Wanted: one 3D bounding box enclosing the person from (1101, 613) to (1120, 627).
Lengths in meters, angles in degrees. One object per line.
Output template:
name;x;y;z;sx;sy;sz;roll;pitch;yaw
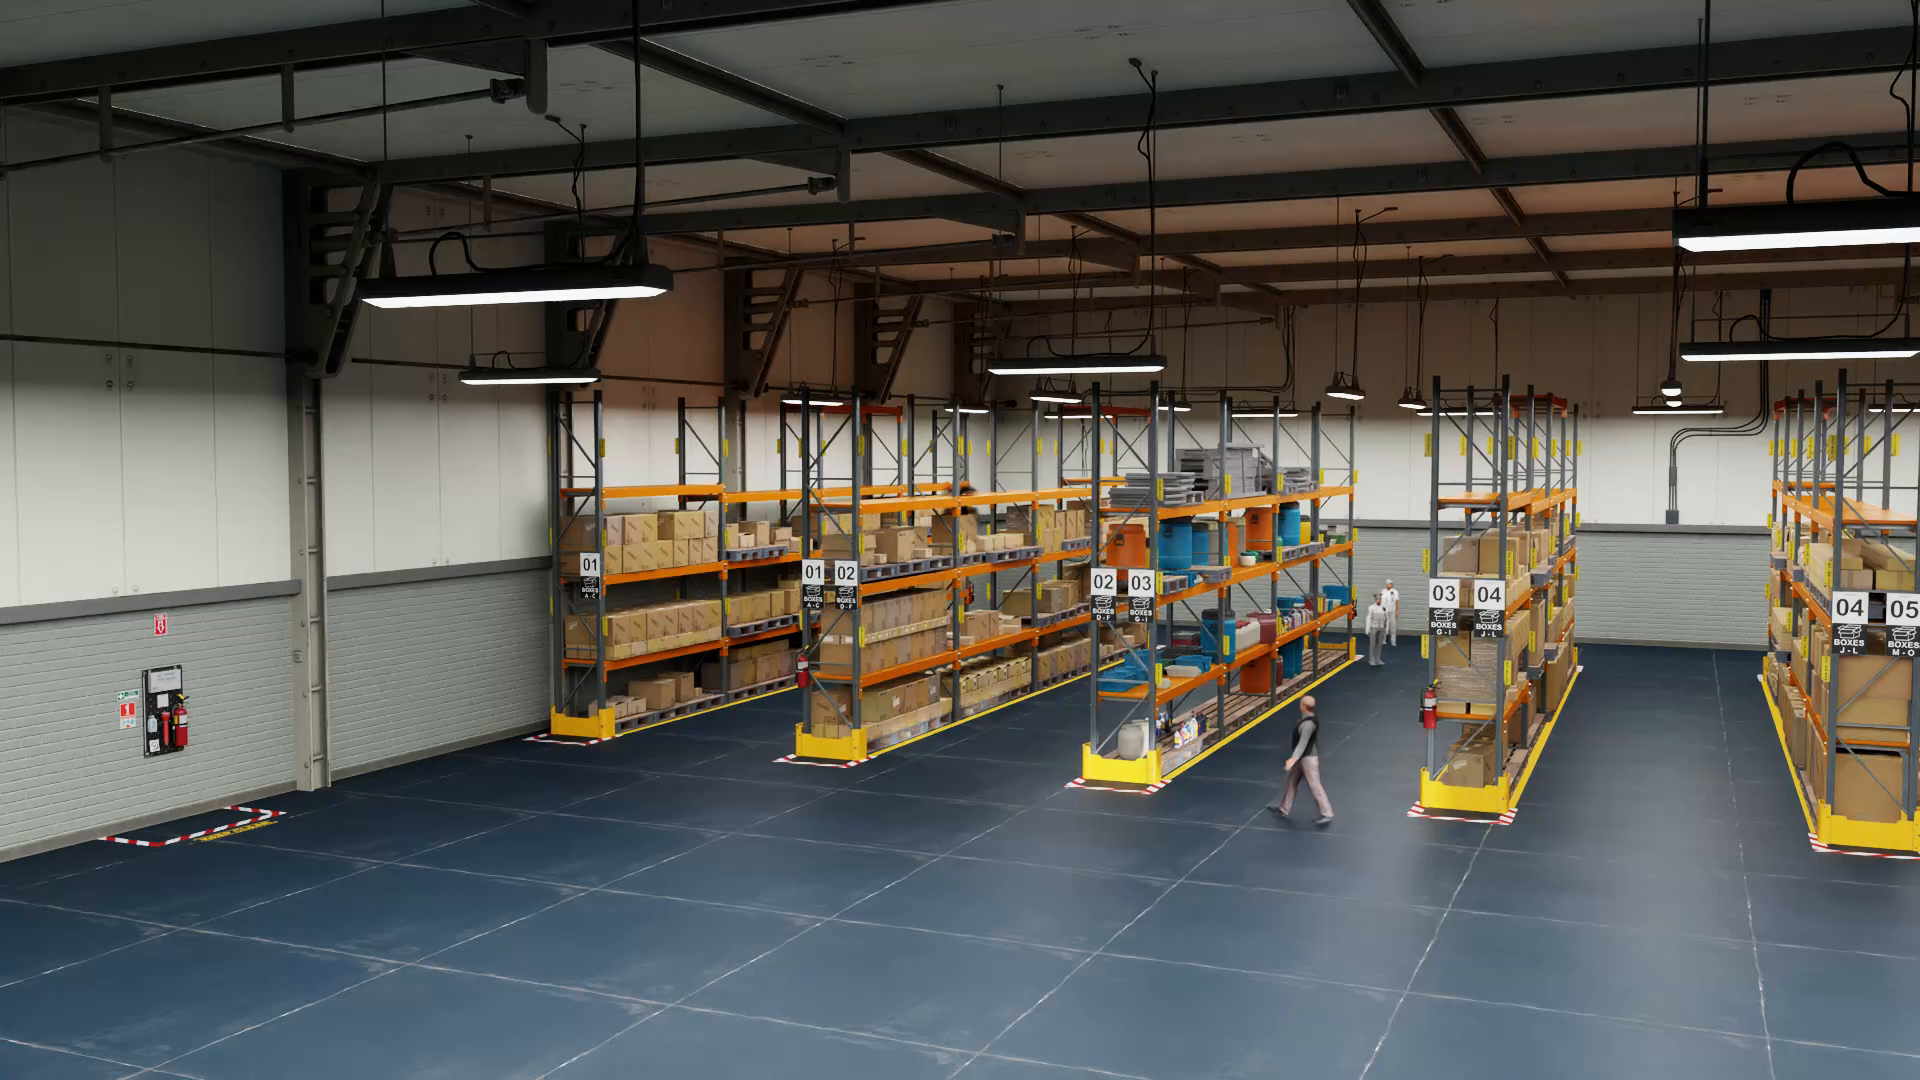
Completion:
person;4.108;1.688;44.814;0.475;1.647;0.629;-2;4;-27

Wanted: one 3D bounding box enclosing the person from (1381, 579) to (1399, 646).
person;10.945;1.847;42.414;0.488;1.689;0.500;1;3;10

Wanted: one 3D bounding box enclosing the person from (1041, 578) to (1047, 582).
person;2.236;1.795;43.550;0.483;1.598;0.397;-2;4;-27

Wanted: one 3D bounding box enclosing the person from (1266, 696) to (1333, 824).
person;4.567;2.919;22.291;0.822;1.690;0.646;0;3;3

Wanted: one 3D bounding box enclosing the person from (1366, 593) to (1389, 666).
person;9.637;2.053;38.366;0.583;1.688;0.391;0;3;-6
